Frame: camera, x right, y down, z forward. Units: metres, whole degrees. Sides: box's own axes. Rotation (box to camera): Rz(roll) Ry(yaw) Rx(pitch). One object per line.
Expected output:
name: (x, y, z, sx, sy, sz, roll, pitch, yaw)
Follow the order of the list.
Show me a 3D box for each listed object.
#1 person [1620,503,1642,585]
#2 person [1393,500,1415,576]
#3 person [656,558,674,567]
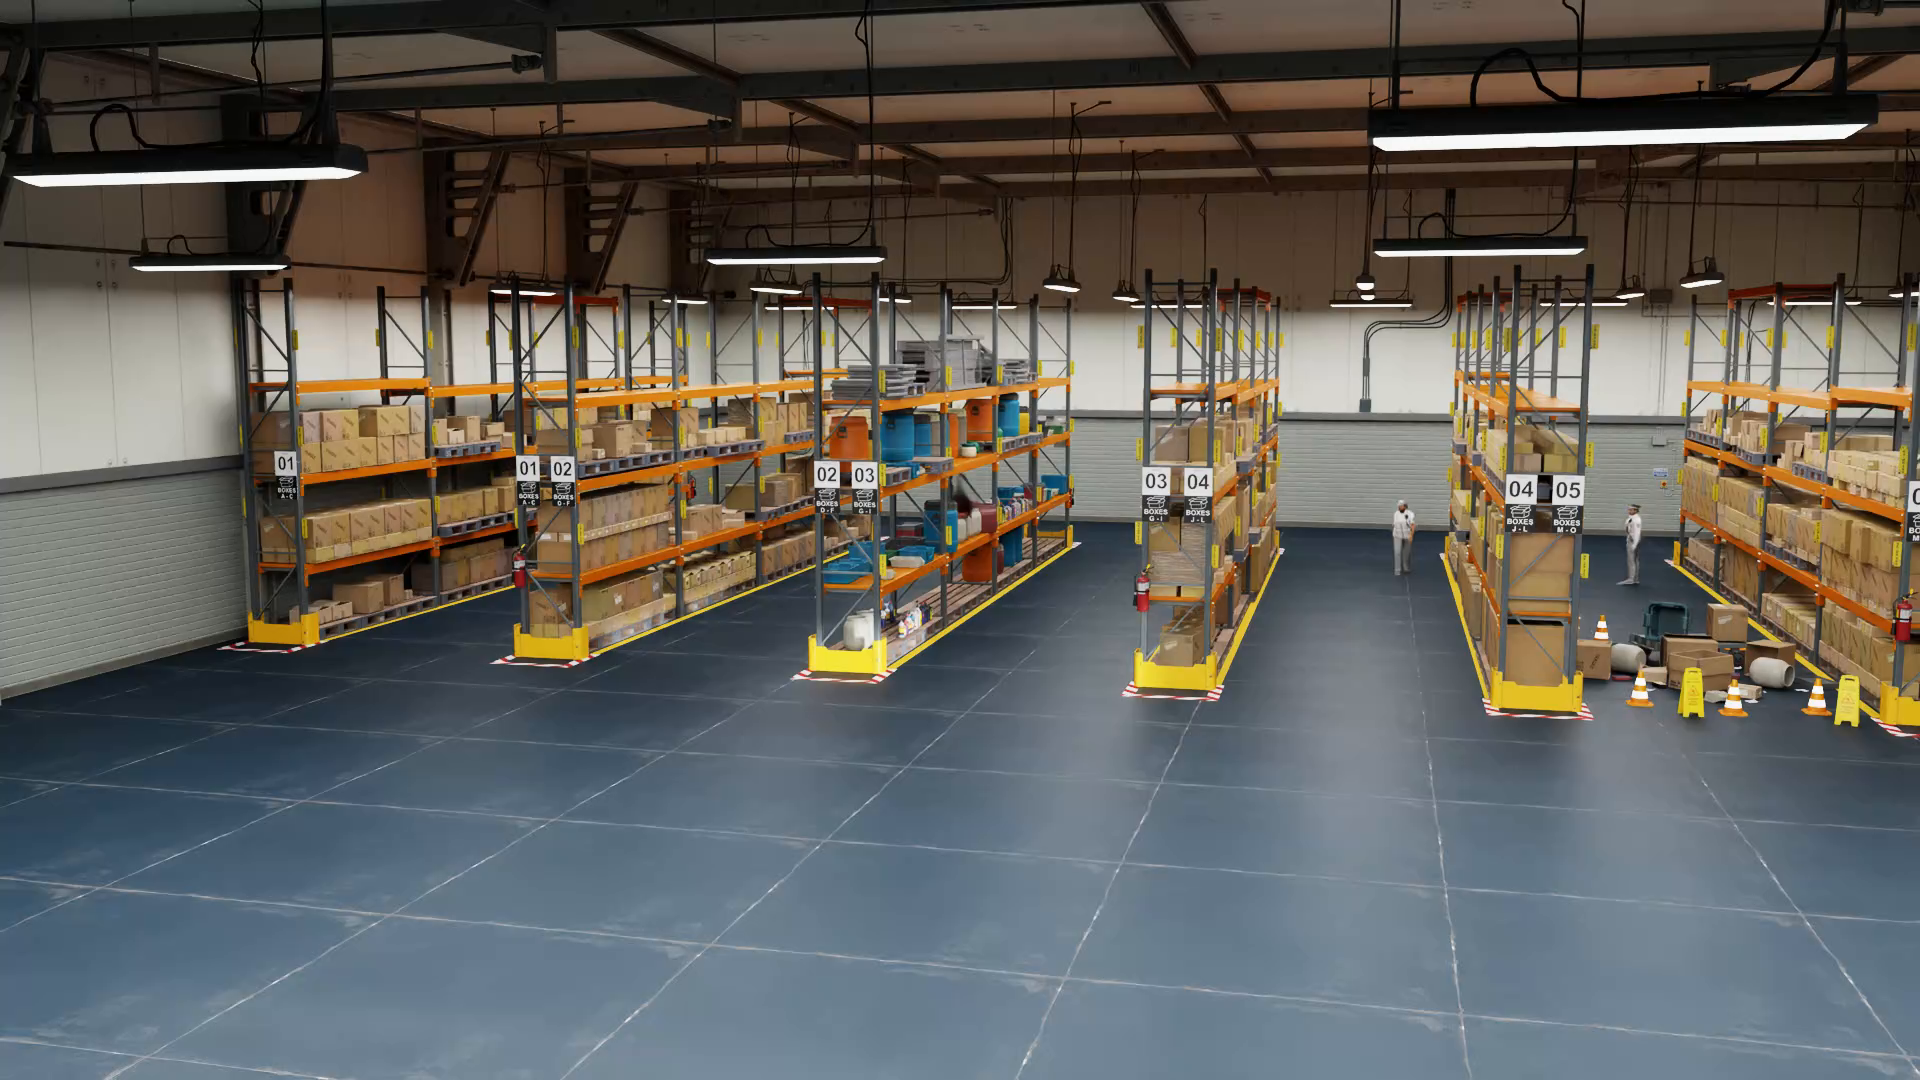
person: (13.868, 0.066, 34.326, 0.367, 1.682, 0.528, 3, 8, 25)
person: (9.492, -0.064, 35.580, 0.461, 1.614, 0.988, 2, 7, 14)
person: (-6.294, 0.029, 35.168, 0.544, 1.588, 0.648, 2, 7, 16)
